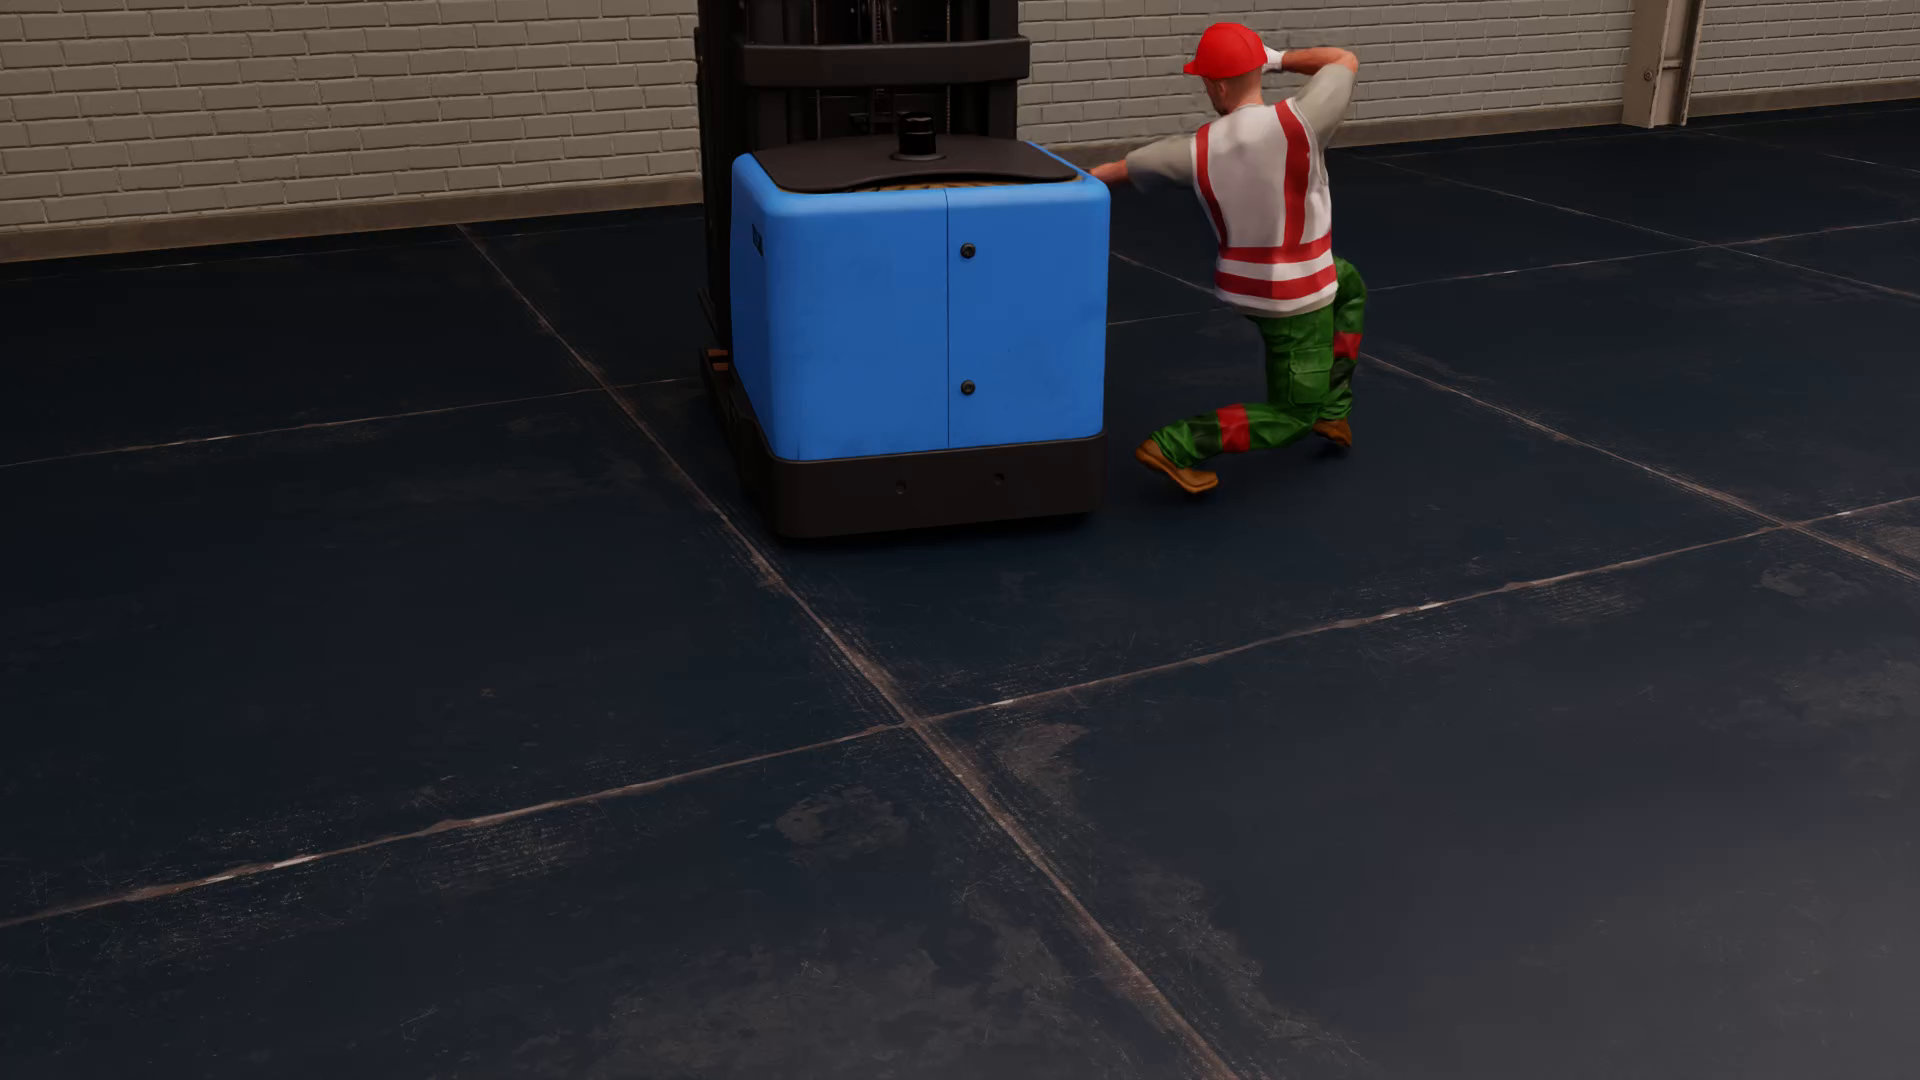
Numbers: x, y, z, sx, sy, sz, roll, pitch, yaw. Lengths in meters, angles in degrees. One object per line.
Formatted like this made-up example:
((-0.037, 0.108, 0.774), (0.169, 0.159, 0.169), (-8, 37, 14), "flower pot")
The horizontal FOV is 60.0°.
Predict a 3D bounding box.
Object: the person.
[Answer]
((0.855, -0.970, 5.501), (0.977, 1.468, 0.995), (-18, 28, -36), "person")

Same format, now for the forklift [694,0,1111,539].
((-0.399, -1.894, 5.846), (1.130, 2.935, 3.031), (-5, 23, -13), "forklift")
